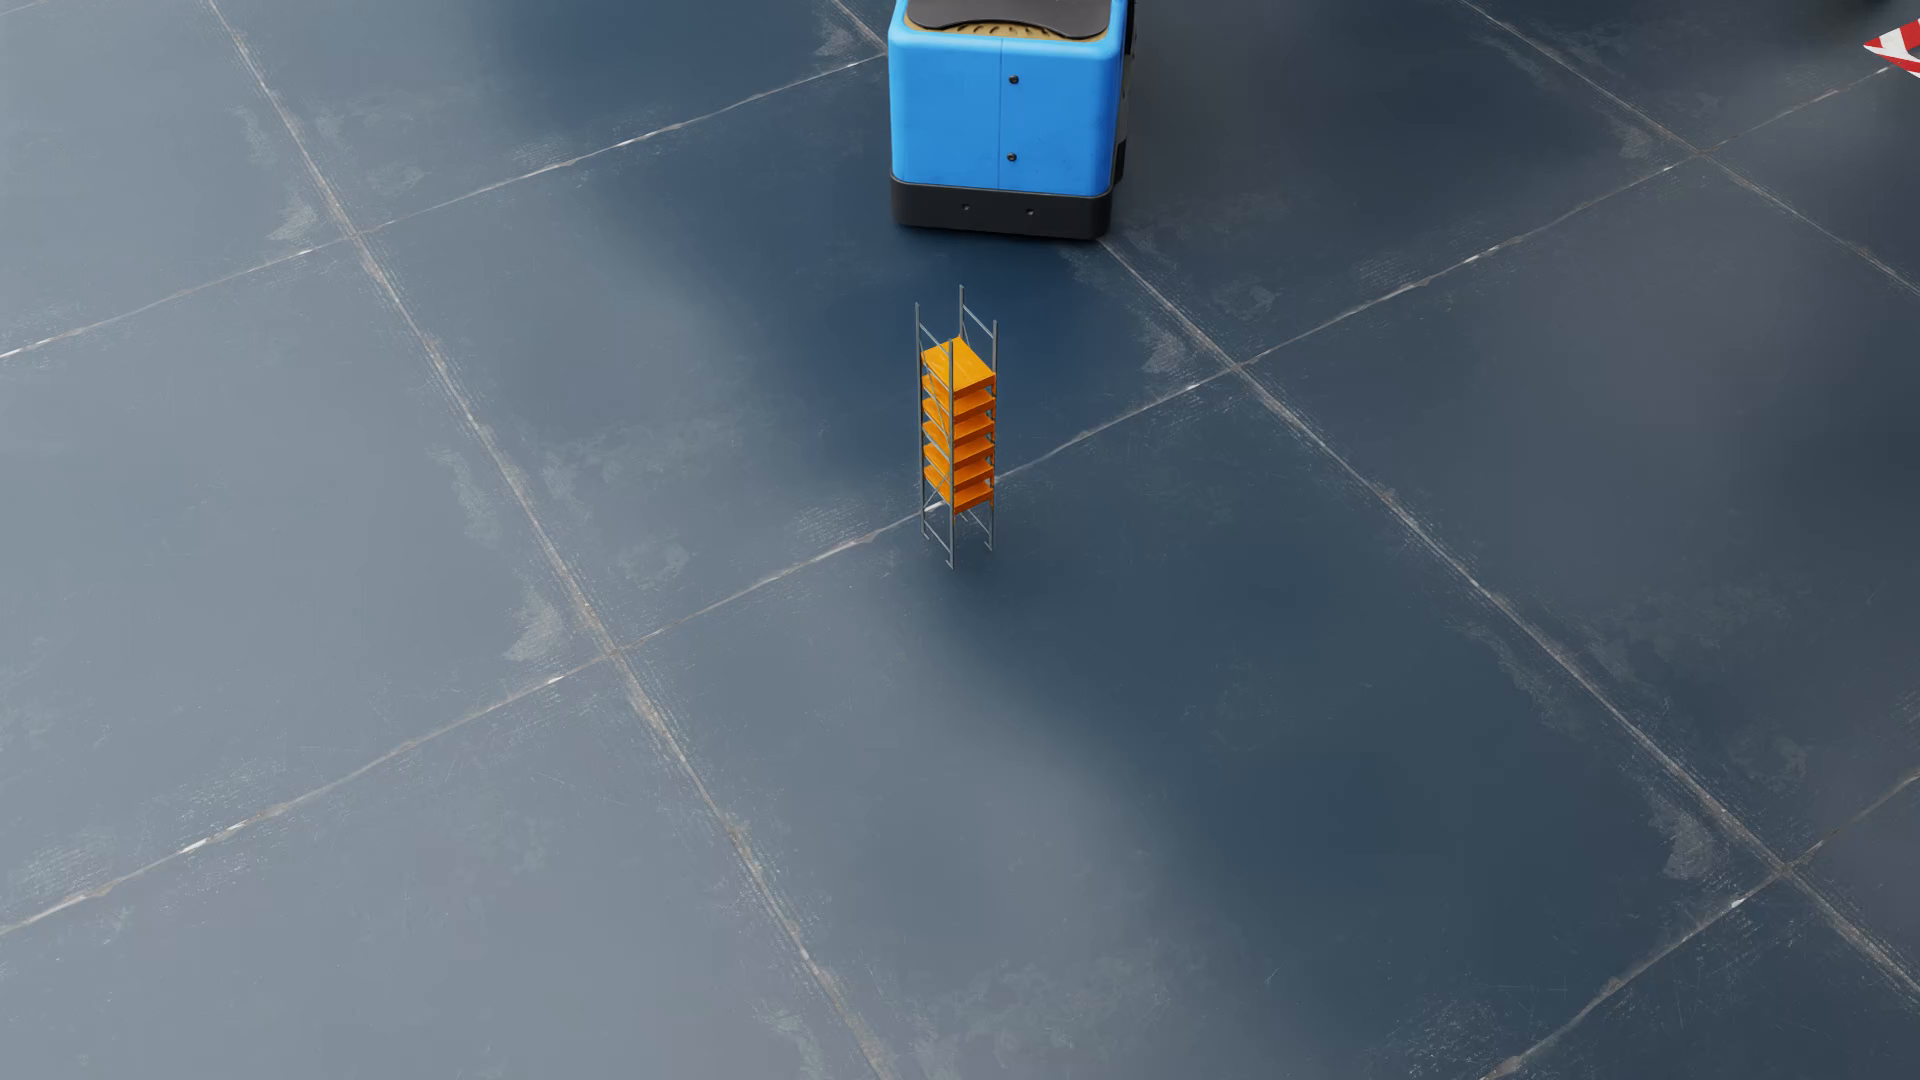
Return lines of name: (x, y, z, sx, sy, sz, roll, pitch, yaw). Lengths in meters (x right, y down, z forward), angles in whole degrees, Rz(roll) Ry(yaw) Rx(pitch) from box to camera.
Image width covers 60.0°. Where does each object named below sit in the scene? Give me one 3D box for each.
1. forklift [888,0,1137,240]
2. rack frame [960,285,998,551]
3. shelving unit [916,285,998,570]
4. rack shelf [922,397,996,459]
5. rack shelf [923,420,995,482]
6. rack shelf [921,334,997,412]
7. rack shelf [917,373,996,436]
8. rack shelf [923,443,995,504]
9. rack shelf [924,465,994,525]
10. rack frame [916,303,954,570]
forklift: (0.369, -3.509, 7.858, 1.130, 2.935, 3.031, 5, 49, 5)
rack frame: (0.065, -0.430, 6.275, 0.006, 1.200, 0.240, -25, 53, -21)
shelving unit: (-0.012, -0.393, 6.242, 0.189, 1.200, 0.258, -25, 53, -21)
rack shelf: (-0.012, -0.444, 6.186, 0.180, 0.103, 0.258, -25, 53, -21)
rack shelf: (-0.012, -0.364, 6.275, 0.180, 0.103, 0.258, -25, 53, -21)
rack shelf: (-0.012, -0.603, 6.006, 0.180, 0.103, 0.258, -25, 53, -21)
rack shelf: (-0.012, -0.523, 6.096, 0.180, 0.103, 0.258, -25, 53, -21)
rack shelf: (-0.012, -0.284, 6.365, 0.180, 0.103, 0.258, -25, 53, -21)
rack shelf: (-0.012, -0.204, 6.455, 0.180, 0.103, 0.258, -25, 53, -21)
rack frame: (-0.090, -0.357, 6.210, 0.006, 1.200, 0.240, -25, 53, -21)
